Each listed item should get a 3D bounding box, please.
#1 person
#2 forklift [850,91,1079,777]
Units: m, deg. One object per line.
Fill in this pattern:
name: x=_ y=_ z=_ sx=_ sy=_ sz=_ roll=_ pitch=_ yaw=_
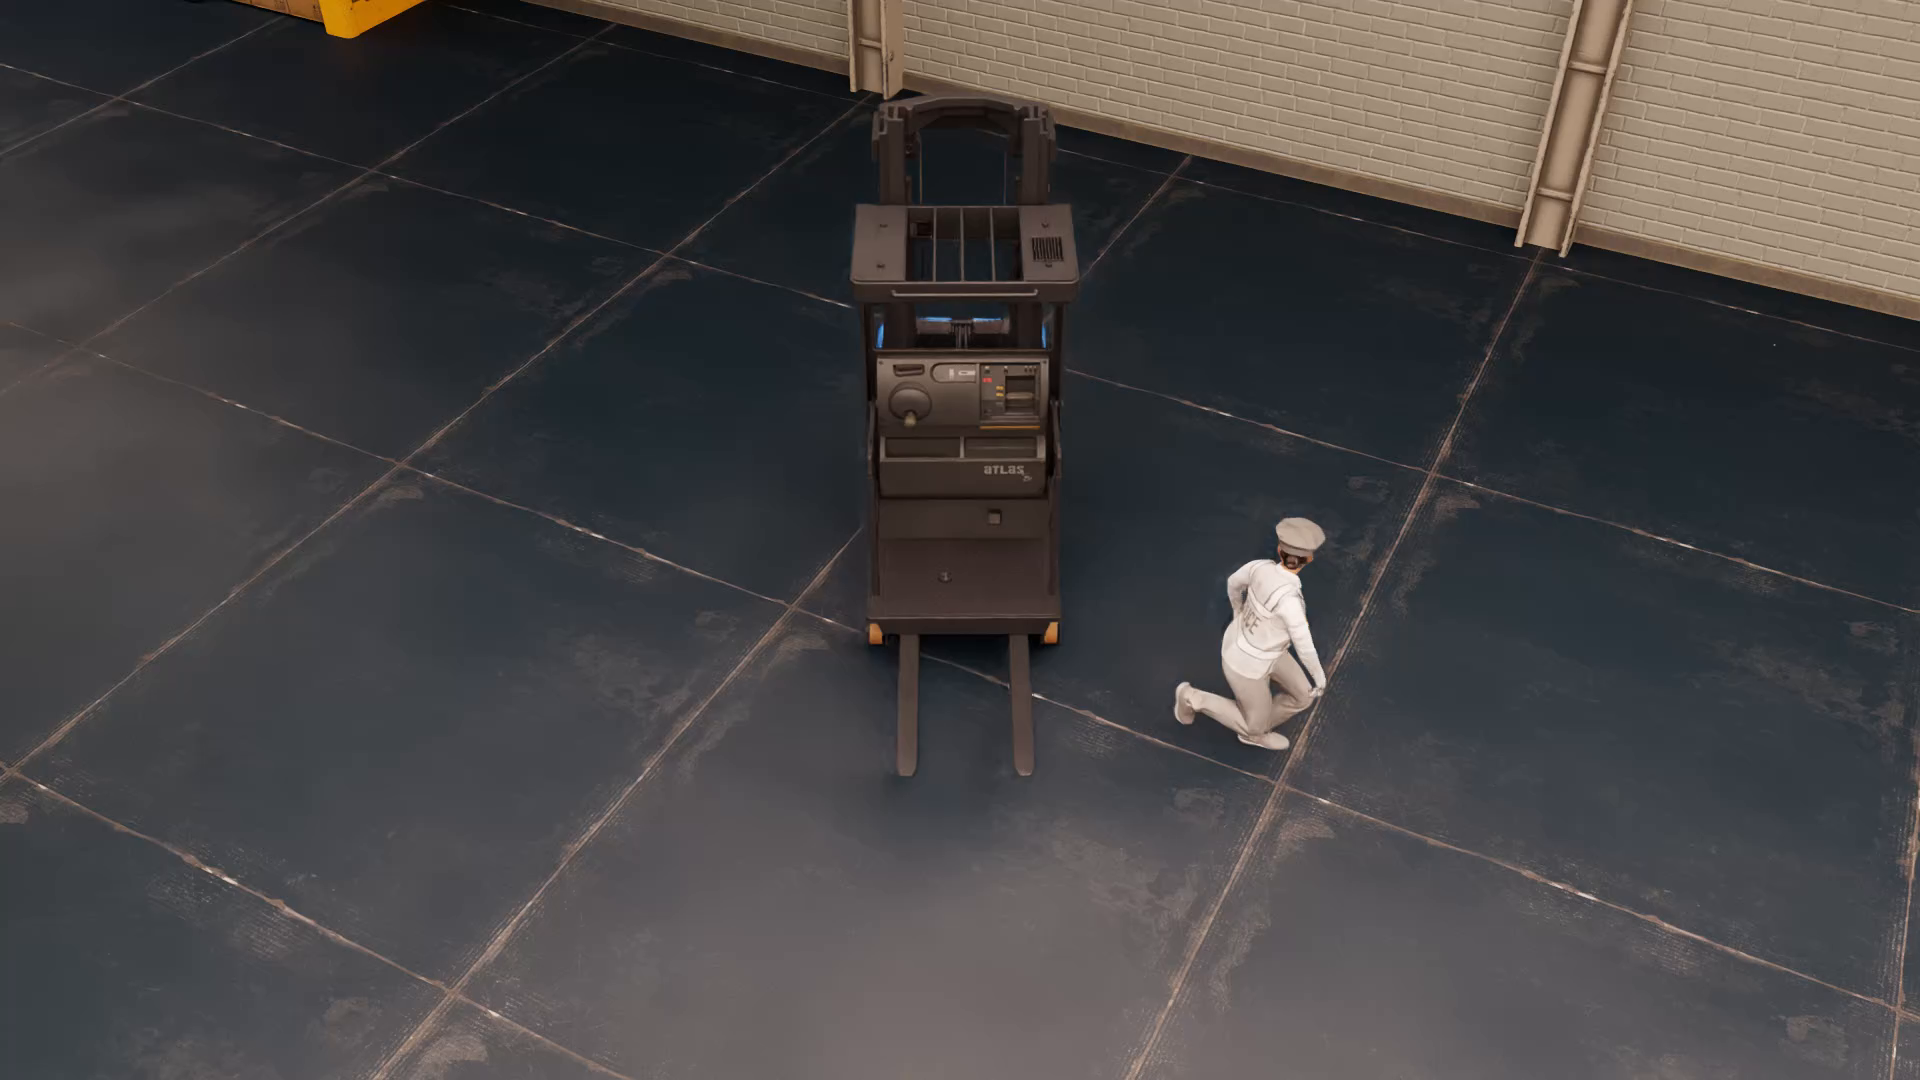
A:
person: x=1.528 y=0.507 z=8.566 sx=0.756 sy=1.449 sz=0.583 roll=9 pitch=41 yaw=10
forklift: x=0.019 y=-0.723 z=8.845 sx=1.130 sy=2.935 sz=3.031 roll=0 pitch=40 yaw=0
